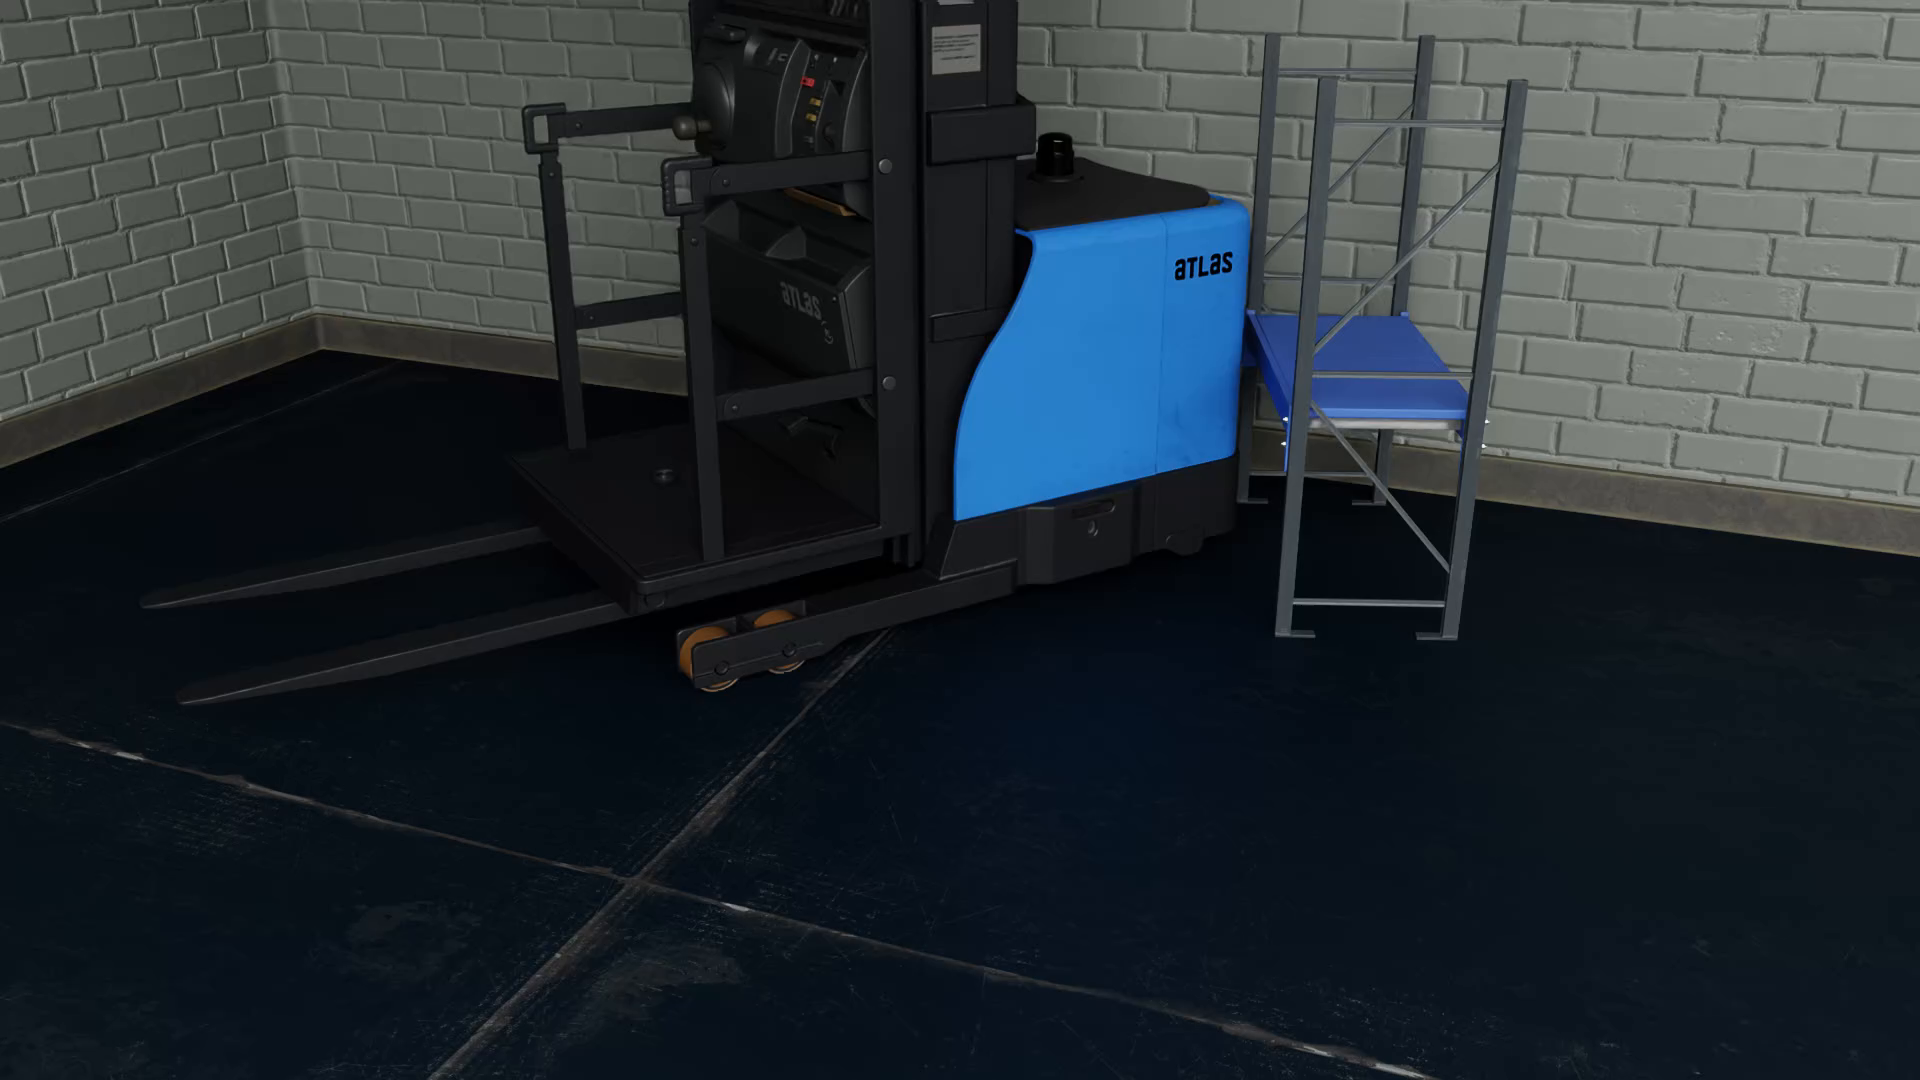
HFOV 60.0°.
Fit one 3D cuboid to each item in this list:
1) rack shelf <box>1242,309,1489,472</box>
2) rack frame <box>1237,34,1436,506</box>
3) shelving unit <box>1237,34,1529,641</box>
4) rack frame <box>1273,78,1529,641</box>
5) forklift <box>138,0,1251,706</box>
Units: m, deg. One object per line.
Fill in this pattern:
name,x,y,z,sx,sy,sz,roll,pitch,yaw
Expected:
rack shelf,1.144,-0.455,4.859,0.538,0.185,1.000,1,23,2
rack frame,1.166,-0.816,5.259,0.500,1.500,0.032,1,23,2
shelving unit,1.144,-0.621,4.790,0.538,1.500,1.048,1,23,2
rack frame,1.122,-0.425,4.321,0.500,1.500,0.032,1,23,2
forklift,-0.665,-1.191,4.299,3.031,2.935,1.130,-13,26,-29
